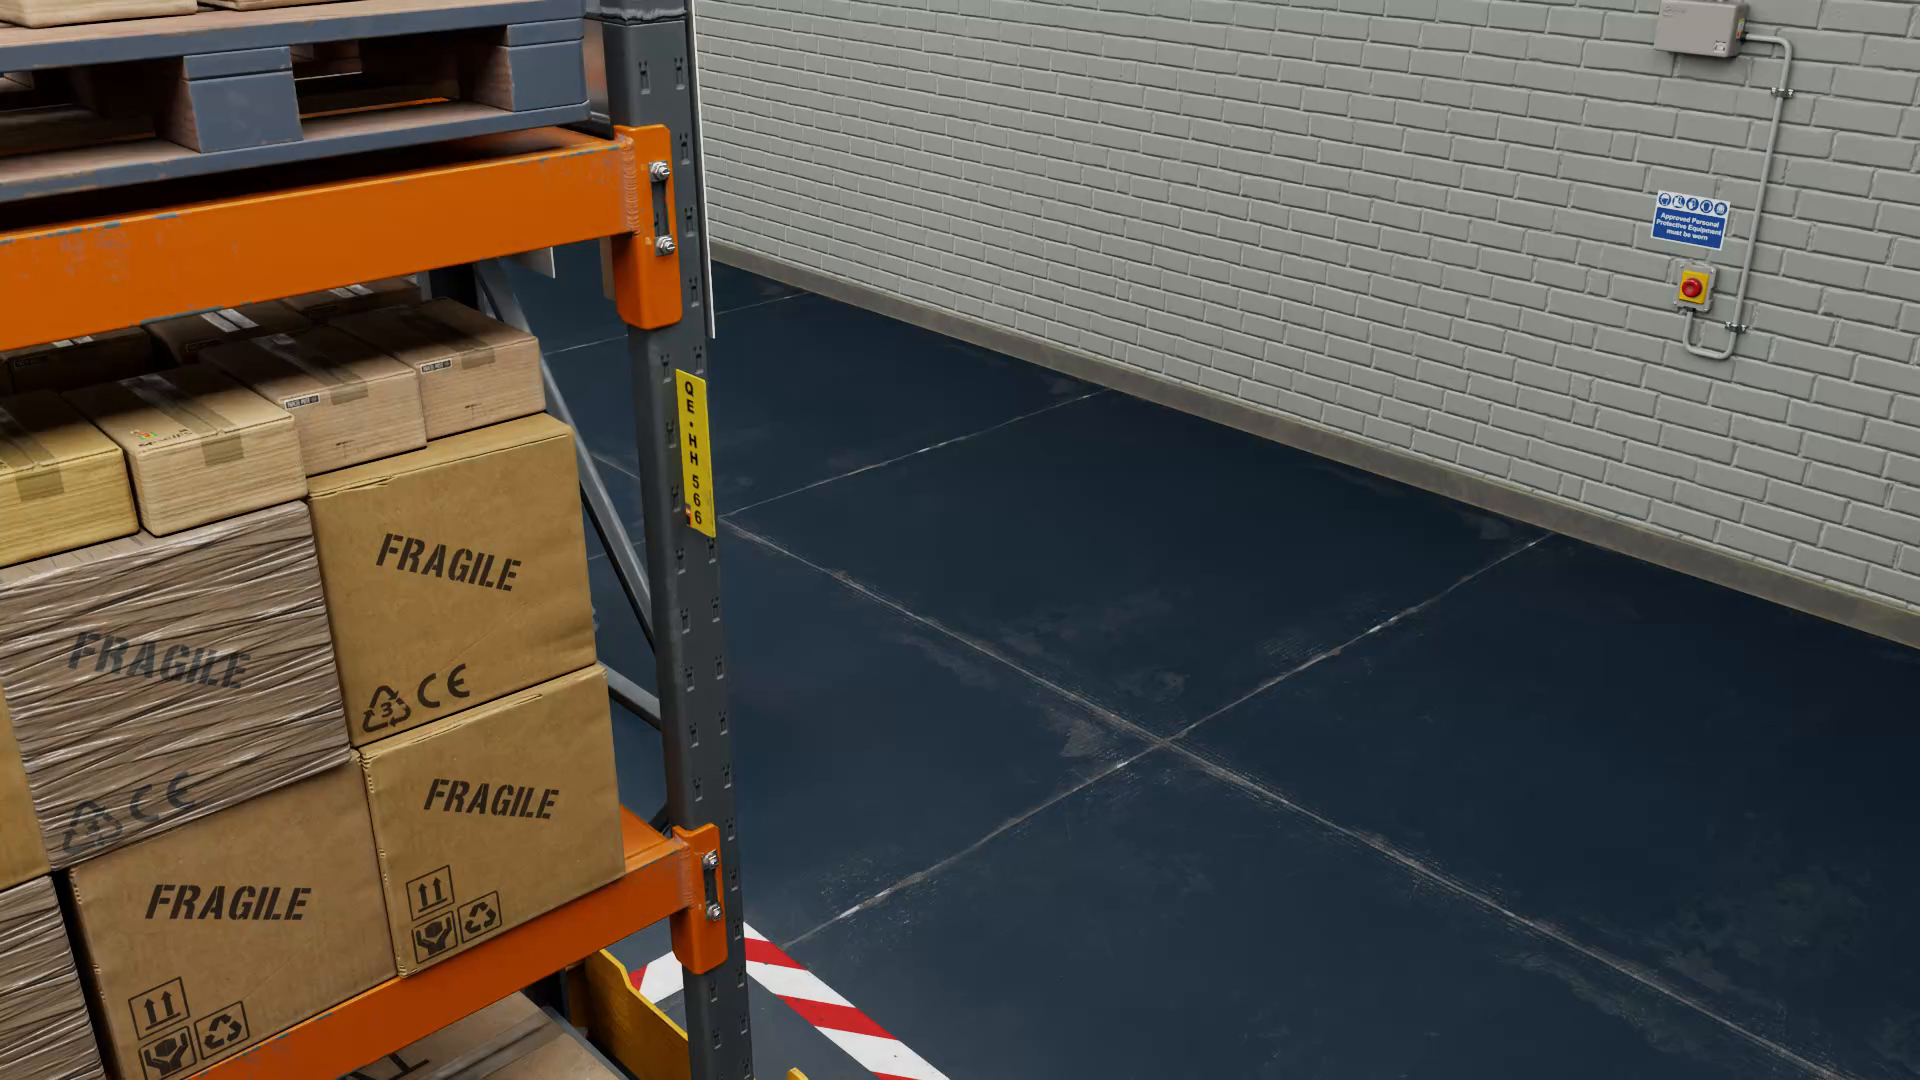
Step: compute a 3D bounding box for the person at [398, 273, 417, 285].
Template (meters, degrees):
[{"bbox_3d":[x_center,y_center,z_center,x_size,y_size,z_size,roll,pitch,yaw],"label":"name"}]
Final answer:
[{"bbox_3d":[-2.355,-0.569,7.349,1.030,1.728,0.557,22,32,40],"label":"person"}]
